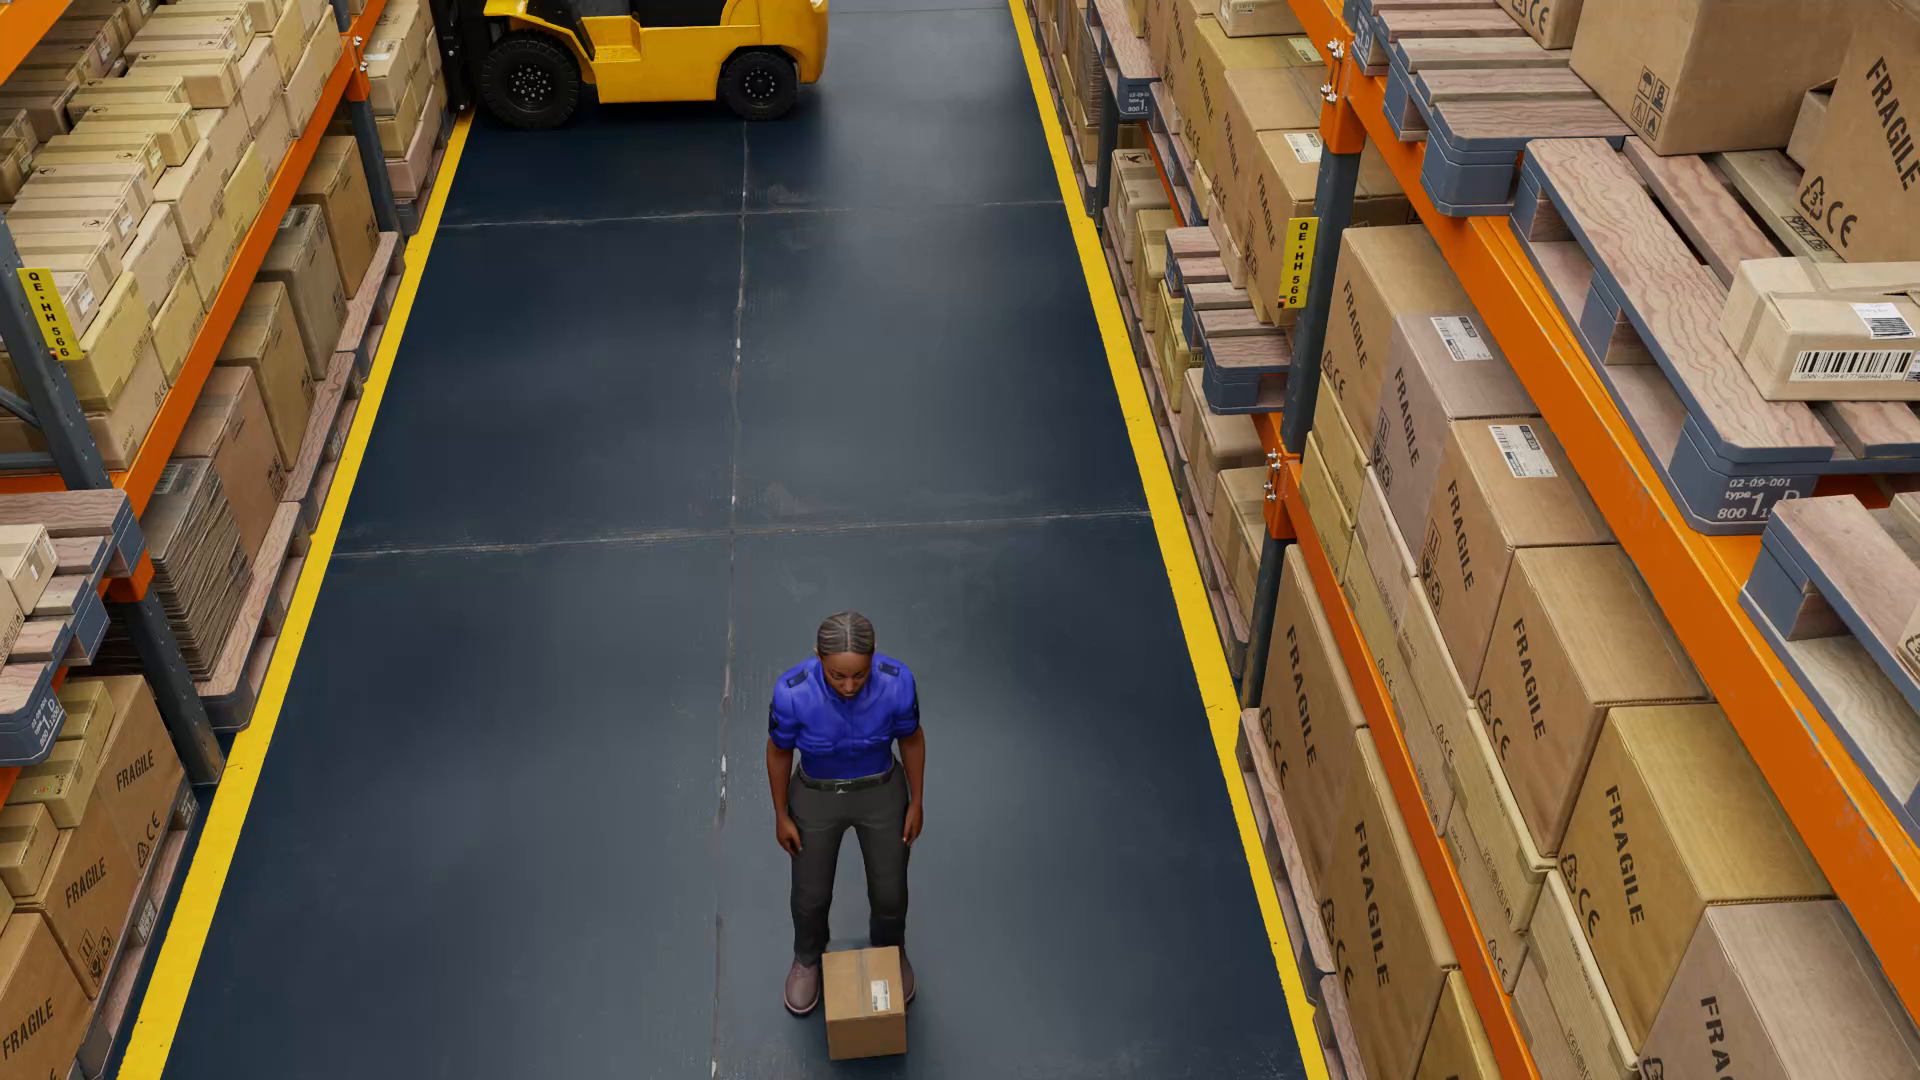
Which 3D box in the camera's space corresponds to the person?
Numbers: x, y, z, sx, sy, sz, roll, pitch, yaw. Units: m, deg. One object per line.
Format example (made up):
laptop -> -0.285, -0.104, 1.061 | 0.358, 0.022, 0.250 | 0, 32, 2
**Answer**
person -> -0.351, 0.825, 5.152 | 0.503, 1.656, 0.349 | -4, 40, -5
